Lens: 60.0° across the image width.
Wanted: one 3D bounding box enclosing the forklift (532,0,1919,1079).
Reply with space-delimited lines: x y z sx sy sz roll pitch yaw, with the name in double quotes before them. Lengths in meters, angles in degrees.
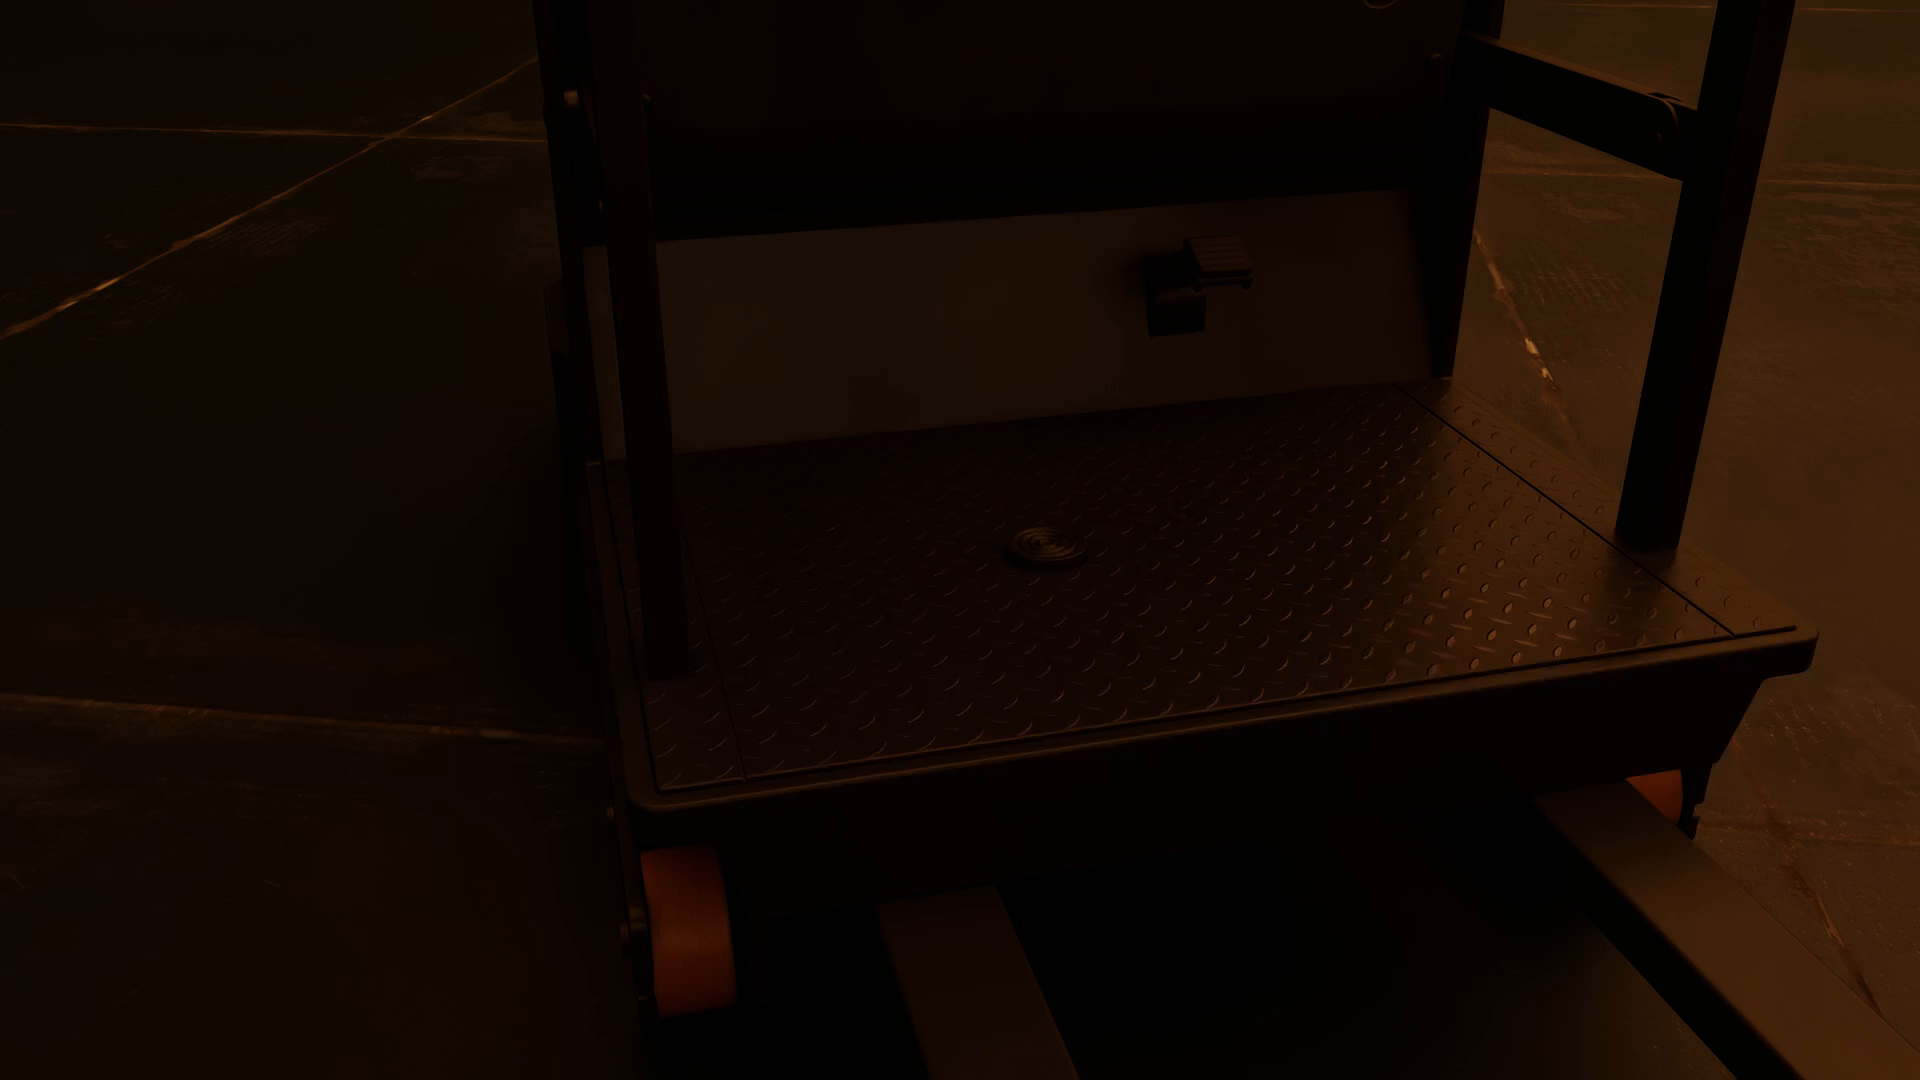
"forklift" 0.153 -1.049 1.319 1.130 2.935 3.031 -7 27 -13
